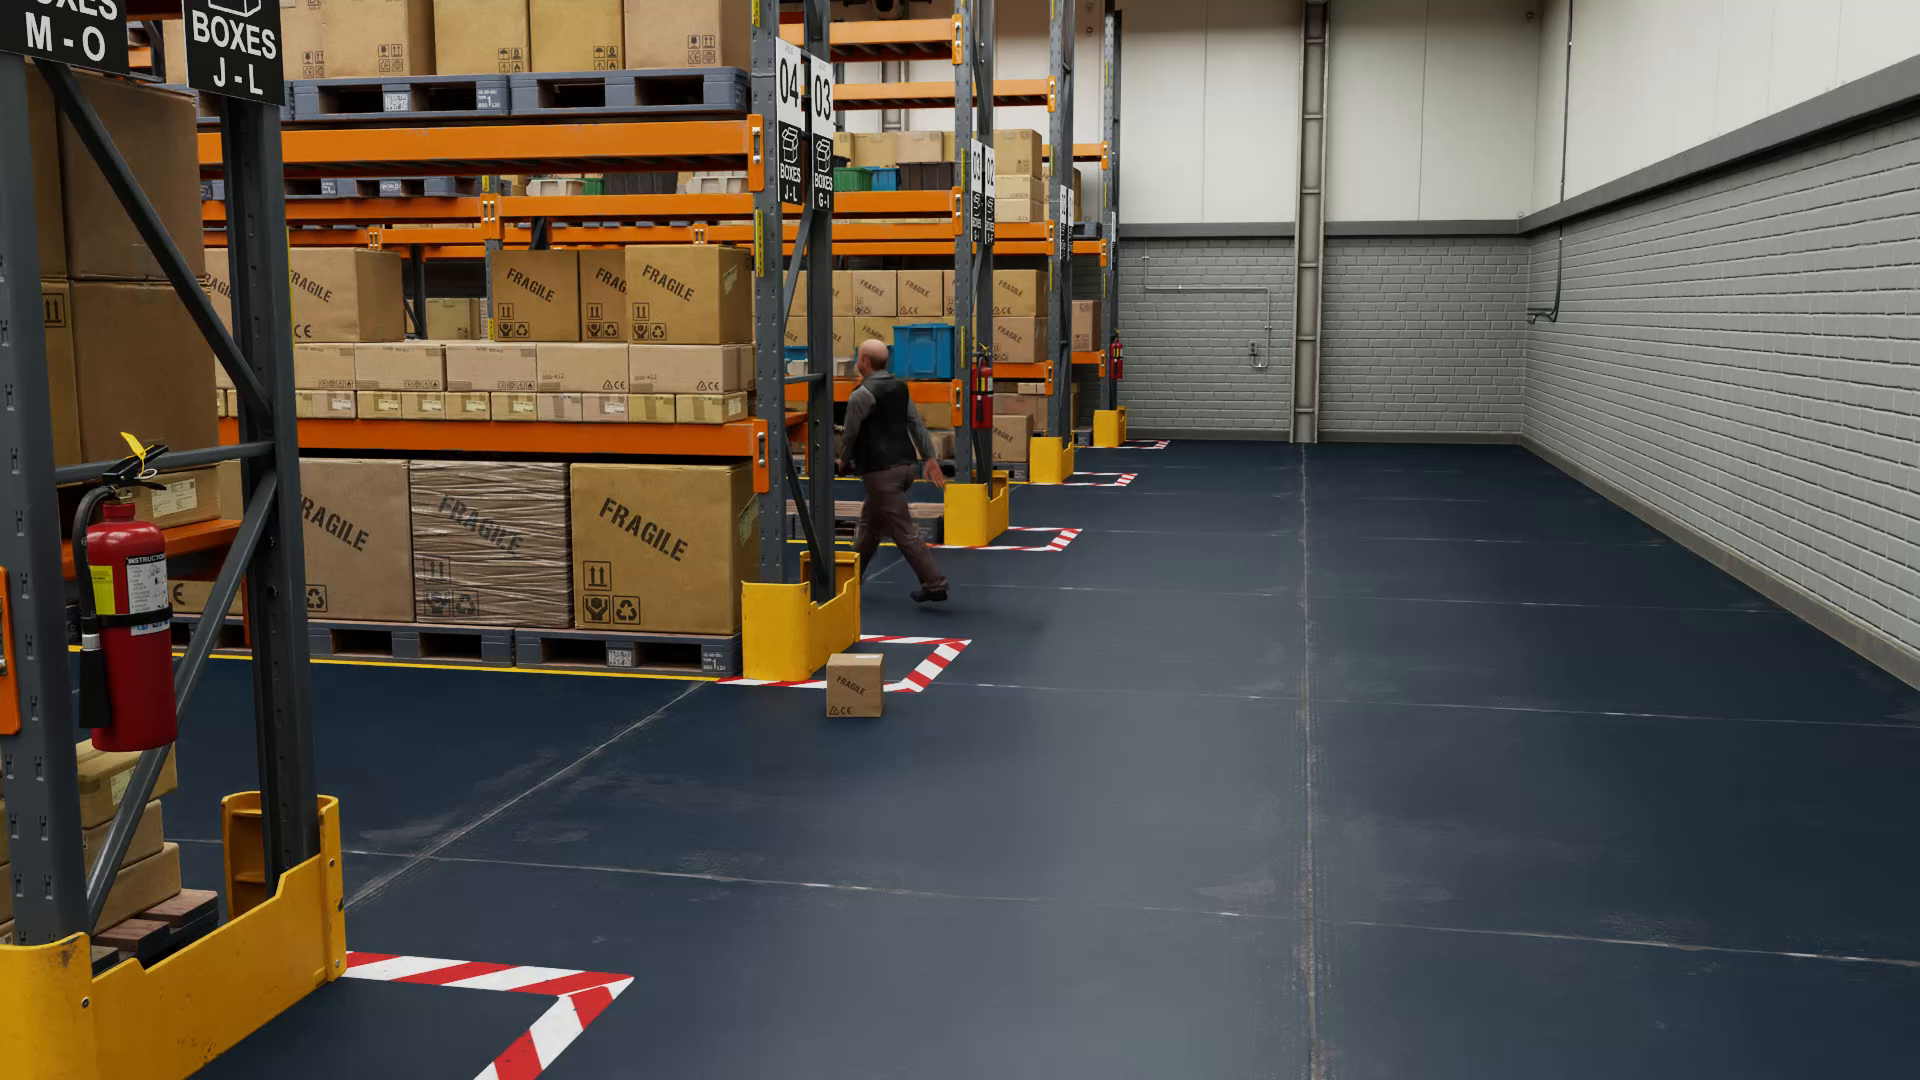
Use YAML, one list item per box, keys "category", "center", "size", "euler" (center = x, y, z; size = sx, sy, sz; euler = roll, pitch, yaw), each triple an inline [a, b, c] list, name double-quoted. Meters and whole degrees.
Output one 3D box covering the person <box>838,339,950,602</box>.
- category: "person"
  center: [-0.527, -0.442, 10.577]
  size: [1.043, 1.662, 0.588]
  euler: [4, 9, 29]
